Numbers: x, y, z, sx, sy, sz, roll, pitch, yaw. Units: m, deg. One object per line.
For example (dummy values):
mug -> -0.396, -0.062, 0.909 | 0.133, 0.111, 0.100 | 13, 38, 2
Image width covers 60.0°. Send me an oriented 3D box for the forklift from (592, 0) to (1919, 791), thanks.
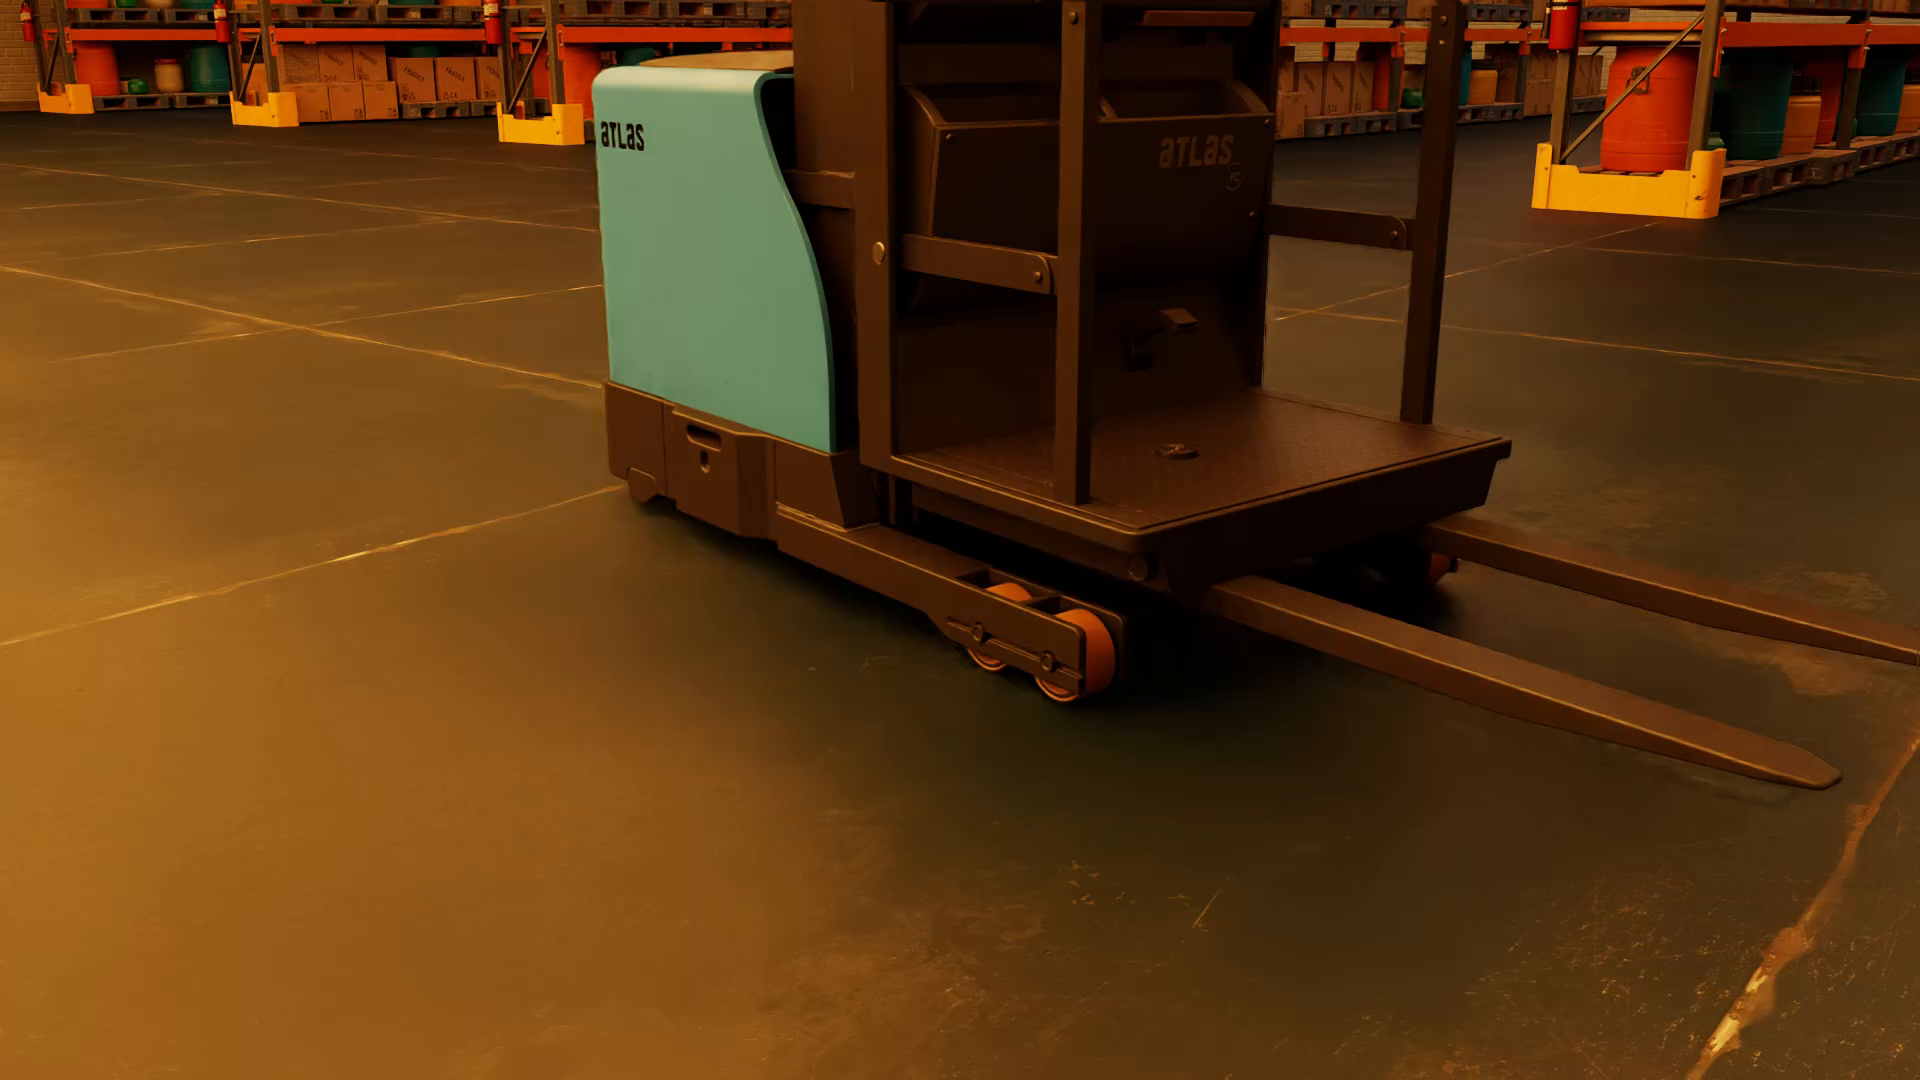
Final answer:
forklift -> 0.412, -1.275, 3.096 | 1.130, 2.935, 3.031 | -13, 21, -37
